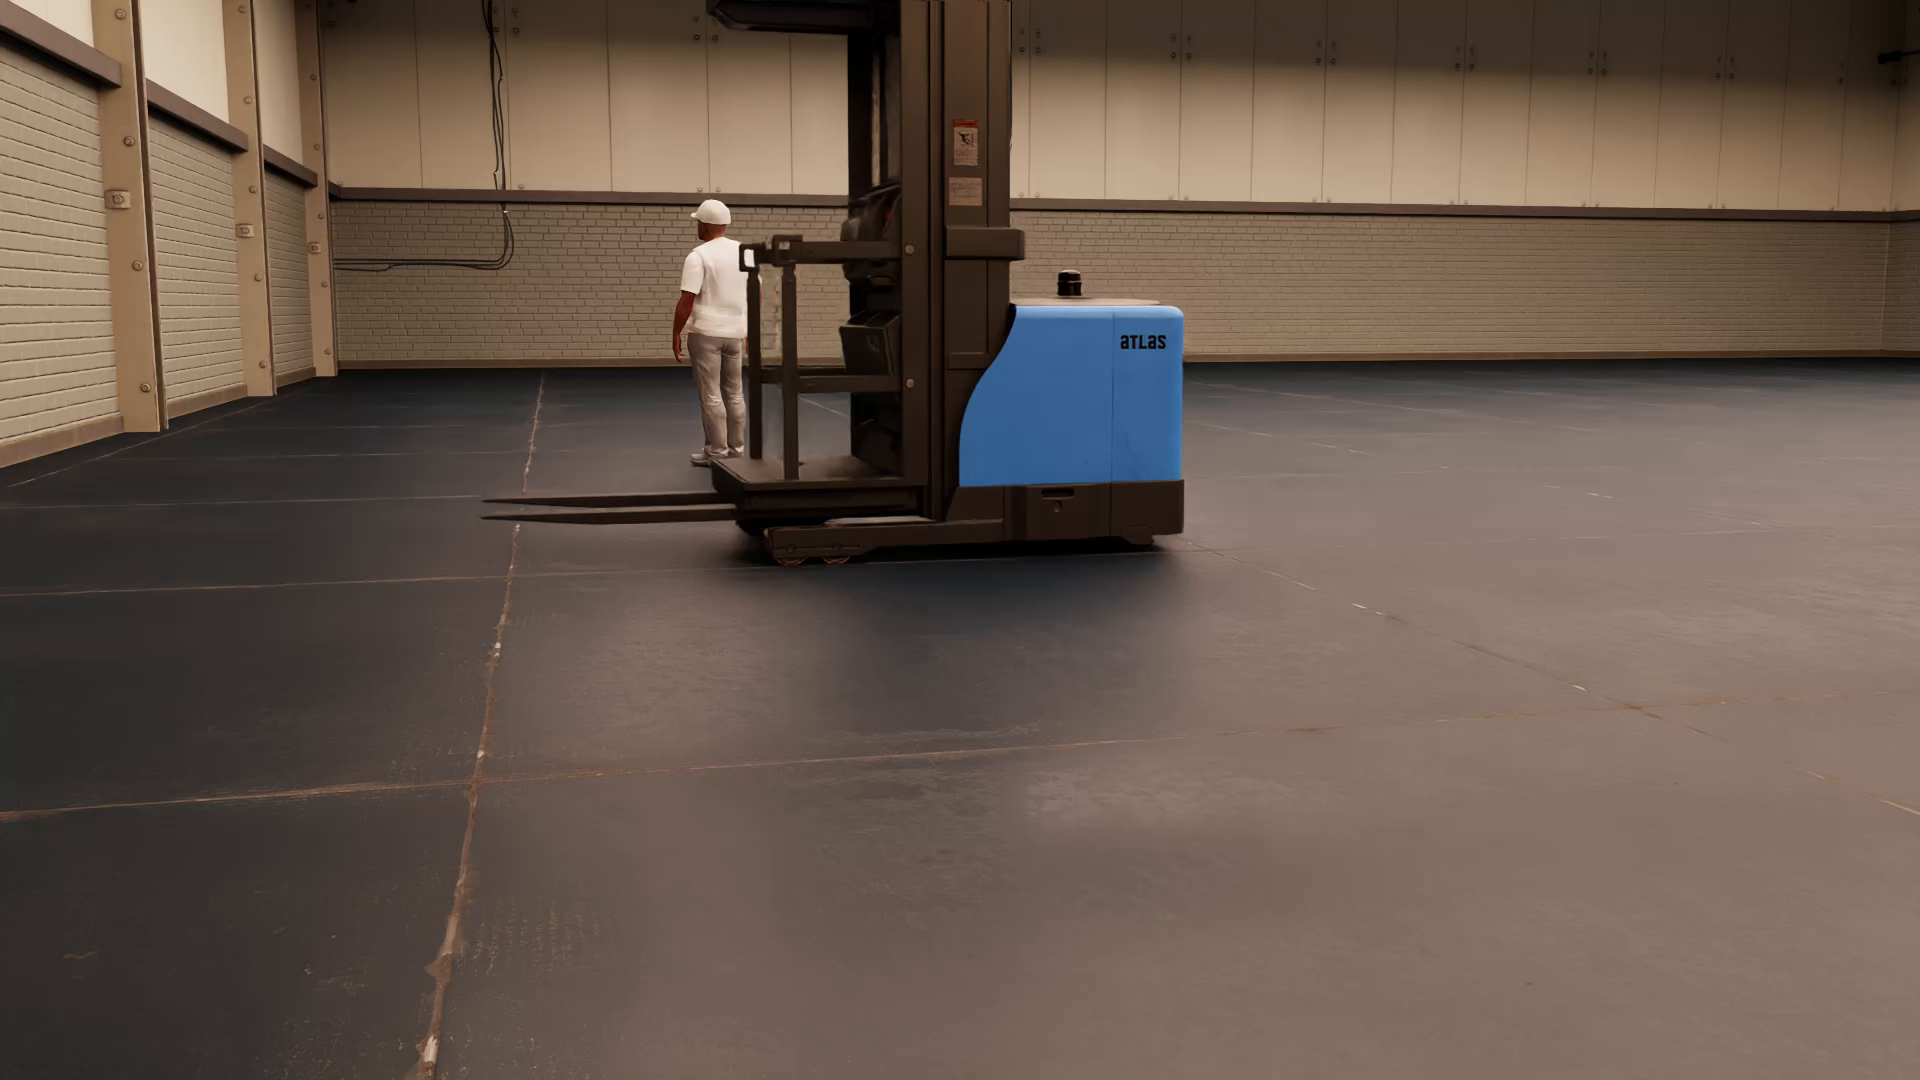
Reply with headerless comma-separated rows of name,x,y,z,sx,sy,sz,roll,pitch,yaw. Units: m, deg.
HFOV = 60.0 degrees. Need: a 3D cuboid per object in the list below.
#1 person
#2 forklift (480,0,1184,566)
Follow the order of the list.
person,-1.681,-1.389,11.206,0.666,1.765,0.577,-7,11,-42
forklift,-0.577,-1.422,7.296,3.031,2.935,1.130,-2,8,-15
